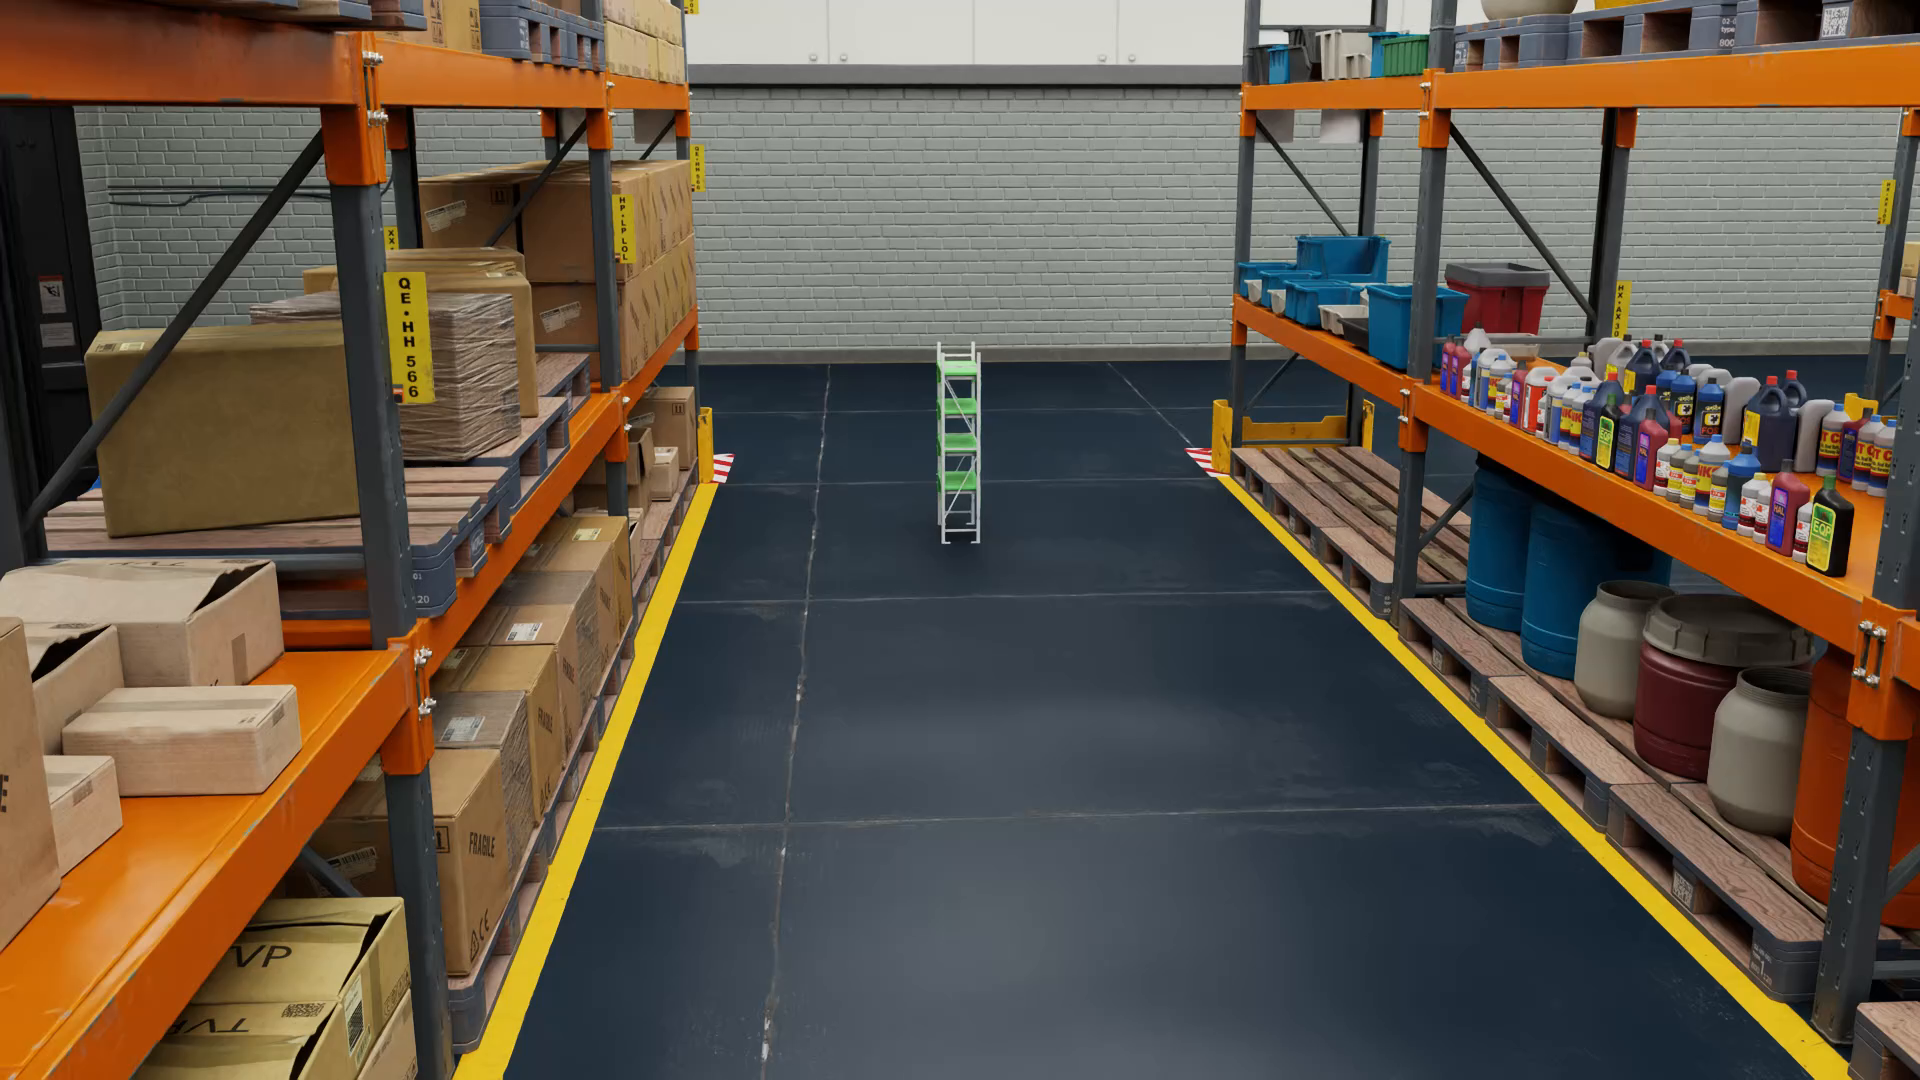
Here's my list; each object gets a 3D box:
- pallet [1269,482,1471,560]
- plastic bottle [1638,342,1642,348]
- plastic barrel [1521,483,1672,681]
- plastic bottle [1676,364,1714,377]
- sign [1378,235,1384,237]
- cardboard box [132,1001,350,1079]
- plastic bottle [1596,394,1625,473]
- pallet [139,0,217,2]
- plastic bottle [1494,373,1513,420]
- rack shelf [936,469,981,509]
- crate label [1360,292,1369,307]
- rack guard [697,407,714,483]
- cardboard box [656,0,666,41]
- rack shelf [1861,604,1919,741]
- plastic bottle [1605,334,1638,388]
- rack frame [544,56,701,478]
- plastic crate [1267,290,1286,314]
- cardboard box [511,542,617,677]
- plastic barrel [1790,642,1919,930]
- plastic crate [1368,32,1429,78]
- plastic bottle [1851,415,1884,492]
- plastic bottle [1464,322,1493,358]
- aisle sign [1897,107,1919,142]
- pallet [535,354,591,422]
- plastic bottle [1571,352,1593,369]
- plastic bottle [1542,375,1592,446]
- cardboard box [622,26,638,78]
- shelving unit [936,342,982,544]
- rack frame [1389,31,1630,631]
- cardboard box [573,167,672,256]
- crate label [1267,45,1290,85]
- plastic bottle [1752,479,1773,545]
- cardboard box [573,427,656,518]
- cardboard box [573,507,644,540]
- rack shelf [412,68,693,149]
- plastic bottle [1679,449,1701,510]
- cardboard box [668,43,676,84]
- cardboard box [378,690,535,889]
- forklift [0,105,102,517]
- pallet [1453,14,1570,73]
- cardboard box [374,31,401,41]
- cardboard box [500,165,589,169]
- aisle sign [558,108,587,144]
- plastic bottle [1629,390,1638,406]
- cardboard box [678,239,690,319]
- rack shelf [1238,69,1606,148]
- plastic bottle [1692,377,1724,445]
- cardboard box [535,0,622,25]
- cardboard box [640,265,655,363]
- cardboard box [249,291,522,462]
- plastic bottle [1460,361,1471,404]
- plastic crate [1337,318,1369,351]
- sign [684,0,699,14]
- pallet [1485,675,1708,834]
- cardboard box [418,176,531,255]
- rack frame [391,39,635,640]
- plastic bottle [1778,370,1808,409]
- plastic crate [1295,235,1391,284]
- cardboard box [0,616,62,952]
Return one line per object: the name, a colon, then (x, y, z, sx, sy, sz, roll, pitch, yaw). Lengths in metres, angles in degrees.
pallet: (2.613, -0.137, 10.634, 1.003, 0.211, 1.213, -1, 14, -3)
plastic bottle: (3.183, -0.794, 7.829, 0.061, 0.283, 0.133, -1, 14, -3)
plastic barrel: (2.836, 0.124, 7.394, 0.600, 0.901, 0.708, -1, 14, -3)
plastic bottle: (3.177, -0.631, 7.210, 0.152, 0.276, 0.135, -1, 14, -3)
sign: (3.076, -2.087, 12.291, 0.100, 0.325, 0.005, -1, 14, -3)
cardboard box: (-1.604, 1.182, 3.463, 0.500, 0.311, 0.500, -1, 14, -4)
plastic bottle: (2.482, -0.407, 6.322, 0.061, 0.283, 0.133, -1, 14, -3)
pallet: (-1.717, -0.846, 2.155, 1.003, 0.211, 1.213, 0, 14, -1)
plastic bottle: (2.433, -0.639, 7.390, 0.097, 0.201, 0.097, 0, 14, 0)
rack shelf: (-0.010, -0.328, 10.613, 0.258, 0.148, 0.480, -1, 14, -3)
crate label: (2.804, -1.556, 10.962, 0.396, 0.136, 0.243, -1, 14, -3)
rack guard: (-2.412, -0.691, 12.207, 1.175, 0.500, 0.348, -1, 14, -3)
cardboard box: (-2.072, -3.170, 10.104, 0.500, 0.250, 0.500, -1, 14, -3)
rack shelf: (3.147, 0.840, 2.687, 1.077, 0.370, 4.000, -1, 14, -3)
plastic bottle: (3.015, -0.751, 7.525, 0.144, 0.351, 0.185, -1, 14, -3)
rack frame: (-2.416, -1.920, 11.969, 1.000, 3.000, 0.127, -1, 14, -3)
plastic crate: (2.194, -1.581, 11.059, 0.250, 0.136, 0.298, -1, 14, -3)
cardboard box: (-1.830, 0.314, 7.421, 0.500, 0.500, 0.500, -1, 14, -3)
plastic barrel: (2.976, 0.720, 5.220, 0.600, 0.830, 0.708, -1, 14, -3)
plastic crate: (2.401, -2.594, 8.904, 0.416, 0.233, 0.300, -1, 14, -3)
plastic bottle: (3.282, -0.315, 5.991, 0.097, 0.271, 0.097, 0, 14, 0)
plastic bottle: (2.476, -0.874, 8.004, 0.144, 0.351, 0.185, -1, 14, -3)
aisle sign: (7.167, -3.344, 12.288, 0.394, 0.787, 0.004, -1, 14, -3)
pallet: (-2.228, -0.632, 7.348, 1.003, 0.211, 1.213, -1, 14, -3)
plastic bottle: (2.999, -0.805, 8.034, 0.097, 0.201, 0.097, 0, 14, 0)
plastic bottle: (2.496, -0.532, 6.823, 0.152, 0.276, 0.135, -1, 14, -3)
cardboard box: (-1.979, -2.555, 8.716, 0.500, 0.250, 0.500, -1, 14, -3)
shelving unit: (-0.010, -0.622, 10.537, 0.258, 1.200, 0.503, -1, 14, -3)
rack frame: (2.776, -1.001, 8.397, 1.000, 3.000, 0.127, -1, 14, -3)
cardboard box: (-2.014, -1.964, 9.933, 0.500, 0.500, 0.500, 0, 14, -2)
crate label: (2.262, -3.142, 10.997, 0.408, 0.251, 0.502, -1, 14, -3)
plastic bottle: (2.569, -0.090, 5.256, 0.097, 0.201, 0.097, 0, 14, 0)
cardboard box: (-2.290, -0.397, 10.175, 0.797, 0.503, 0.637, -1, 14, -3)
cardboard box: (-2.042, -0.089, 9.655, 0.380, 0.166, 0.250, -1, 14, -3)
rack shelf: (-2.292, -2.527, 9.752, 1.077, 0.370, 4.000, -1, 14, -3)
plastic bottle: (2.539, -0.211, 5.726, 0.097, 0.201, 0.097, 0, 14, 0)
cardboard box: (-2.101, -3.052, 10.650, 0.500, 0.250, 0.500, -1, 14, -3)
cardboard box: (-1.702, 0.819, 5.456, 0.500, 0.500, 0.500, -1, 14, -5)
forklift: (-5.145, -0.961, 8.379, 3.031, 2.935, 1.130, -9, 17, -31)
pallet: (2.922, -2.169, 7.294, 1.213, 0.211, 1.003, -1, 14, -3)
cardboard box: (-1.981, -1.540, 4.270, 0.910, 0.500, 0.500, -1, 14, -3)
cardboard box: (-2.586, -2.084, 10.399, 0.500, 0.500, 0.500, -1, 14, -3)
aisle sign: (-2.714, -3.192, 11.694, 0.394, 0.787, 0.004, -1, 14, -3)
plastic bottle: (2.632, -0.454, 6.530, 0.097, 0.271, 0.097, 0, 14, 0)
cardboard box: (-2.081, -1.732, 11.039, 0.500, 0.500, 0.500, -1, 14, -3)
rack shelf: (2.652, -2.603, 10.046, 1.077, 0.370, 4.000, -1, 14, -3)
plastic bottle: (3.076, -0.532, 6.831, 0.097, 0.271, 0.097, 0, 14, 0)
cardboard box: (-1.951, -2.672, 8.171, 0.500, 0.250, 0.500, -1, 14, -3)
cardboard box: (-1.963, -1.232, 9.094, 0.500, 0.500, 0.500, -1, 14, -2)
cardboard box: (-1.938, -0.568, 5.669, 0.700, 0.500, 0.500, 2, 15, 7)
plastic bottle: (2.406, -0.745, 7.802, 0.097, 0.201, 0.097, 0, 14, 0)
plastic crate: (2.438, -1.171, 9.489, 0.437, 0.125, 0.590, -1, 14, -3)
sign: (-1.861, -3.805, 11.499, 0.100, 0.325, 0.005, -1, 14, -3)
pallet: (2.860, 0.846, 6.814, 1.003, 0.211, 1.213, -1, 14, -3)
cardboard box: (-2.458, -1.580, 8.439, 0.500, 0.500, 0.500, -1, 14, -3)
rack frame: (-2.169, -0.925, 8.103, 1.000, 3.000, 0.127, -1, 14, -3)
plastic bottle: (3.227, -0.479, 6.469, 0.144, 0.351, 0.185, -1, 14, -3)
plastic crate: (2.735, -1.961, 11.939, 0.616, 0.435, 0.499, -1, 14, -3)
cardboard box: (-1.800, 0.438, 2.603, 0.500, 0.500, 0.500, -2, 15, -6)
